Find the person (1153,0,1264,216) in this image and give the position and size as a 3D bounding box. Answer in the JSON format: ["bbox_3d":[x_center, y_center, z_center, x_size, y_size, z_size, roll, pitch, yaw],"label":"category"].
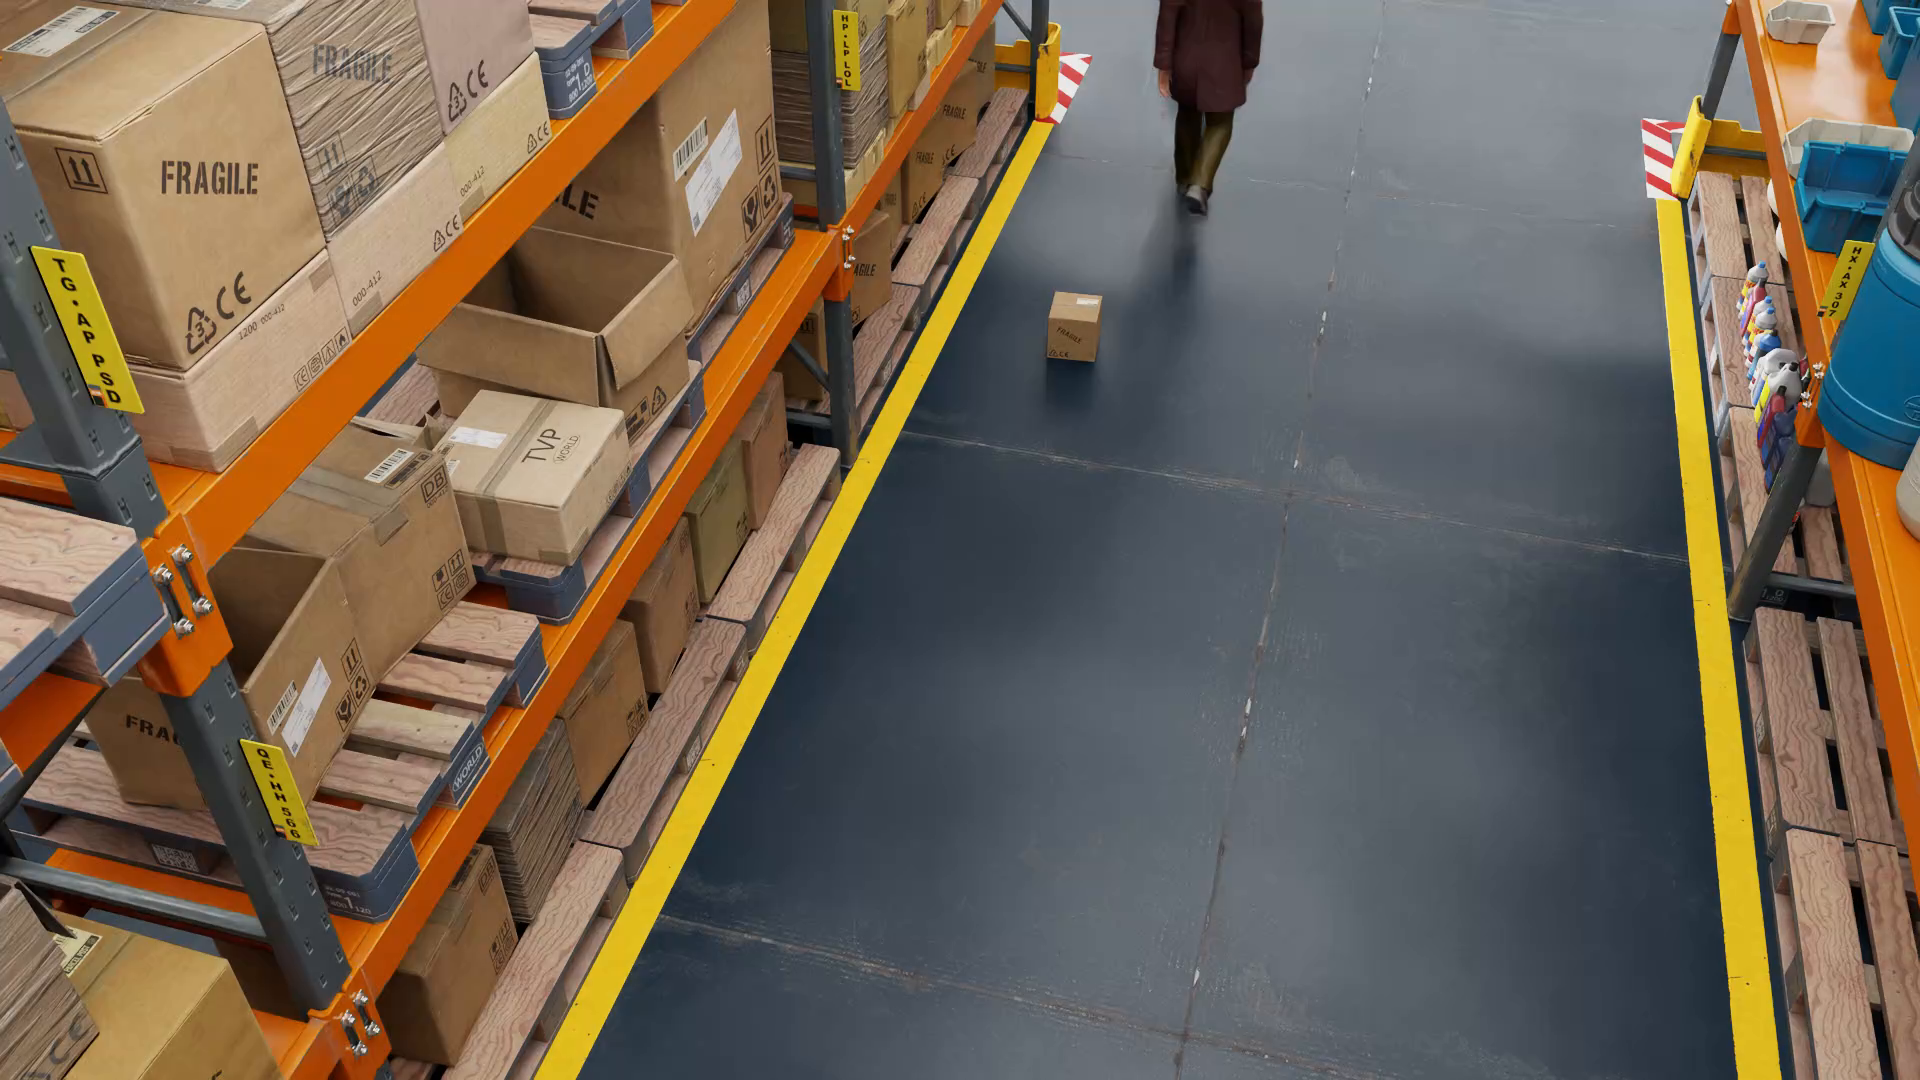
[{"bbox_3d":[1.373,-2.651,9.266,0.574,1.748,0.919,12,42,13],"label":"person"}]
